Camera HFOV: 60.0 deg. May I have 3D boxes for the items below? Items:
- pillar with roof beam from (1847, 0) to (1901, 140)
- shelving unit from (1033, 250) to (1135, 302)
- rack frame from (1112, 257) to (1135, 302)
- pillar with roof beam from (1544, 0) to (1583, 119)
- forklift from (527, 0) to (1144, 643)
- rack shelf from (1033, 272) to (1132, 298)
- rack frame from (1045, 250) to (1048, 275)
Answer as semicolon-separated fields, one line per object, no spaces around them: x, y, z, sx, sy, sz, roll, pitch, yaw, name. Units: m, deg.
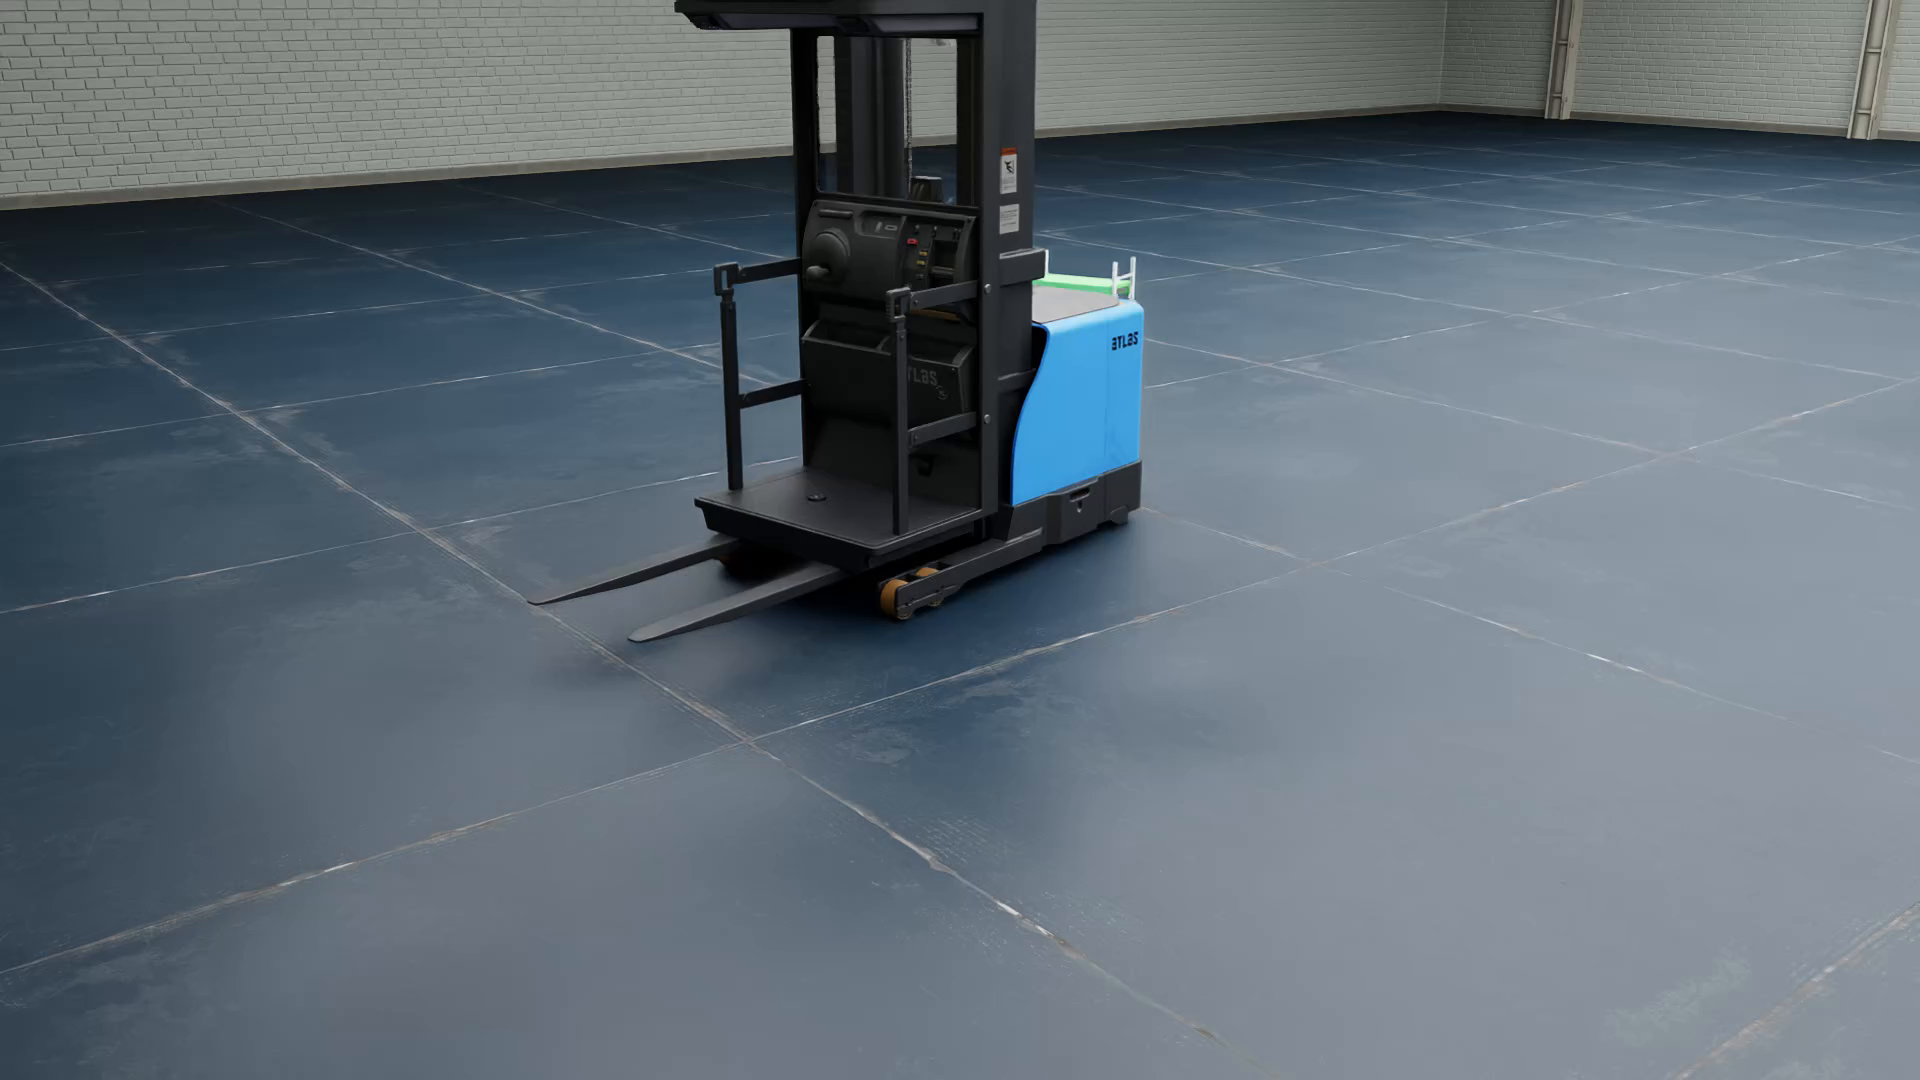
12.395;-10.454;25.117;9.100;9.000;0.400;-14;23;-36;pillar with roof beam
0.593;-0.849;8.508;0.503;1.200;0.258;10;20;28;shelving unit
0.806;-0.811;8.394;0.015;1.200;0.240;10;20;28;rack frame
8.670;-11.932;29.582;9.100;9.000;0.400;-14;23;-36;pillar with roof beam
-0.450;-1.240;6.946;1.130;2.935;3.031;15;23;38;forklift
0.598;-1.246;8.384;0.480;0.148;0.258;10;20;28;rack shelf
0.381;-0.887;8.622;0.015;1.200;0.240;10;20;28;rack frame
